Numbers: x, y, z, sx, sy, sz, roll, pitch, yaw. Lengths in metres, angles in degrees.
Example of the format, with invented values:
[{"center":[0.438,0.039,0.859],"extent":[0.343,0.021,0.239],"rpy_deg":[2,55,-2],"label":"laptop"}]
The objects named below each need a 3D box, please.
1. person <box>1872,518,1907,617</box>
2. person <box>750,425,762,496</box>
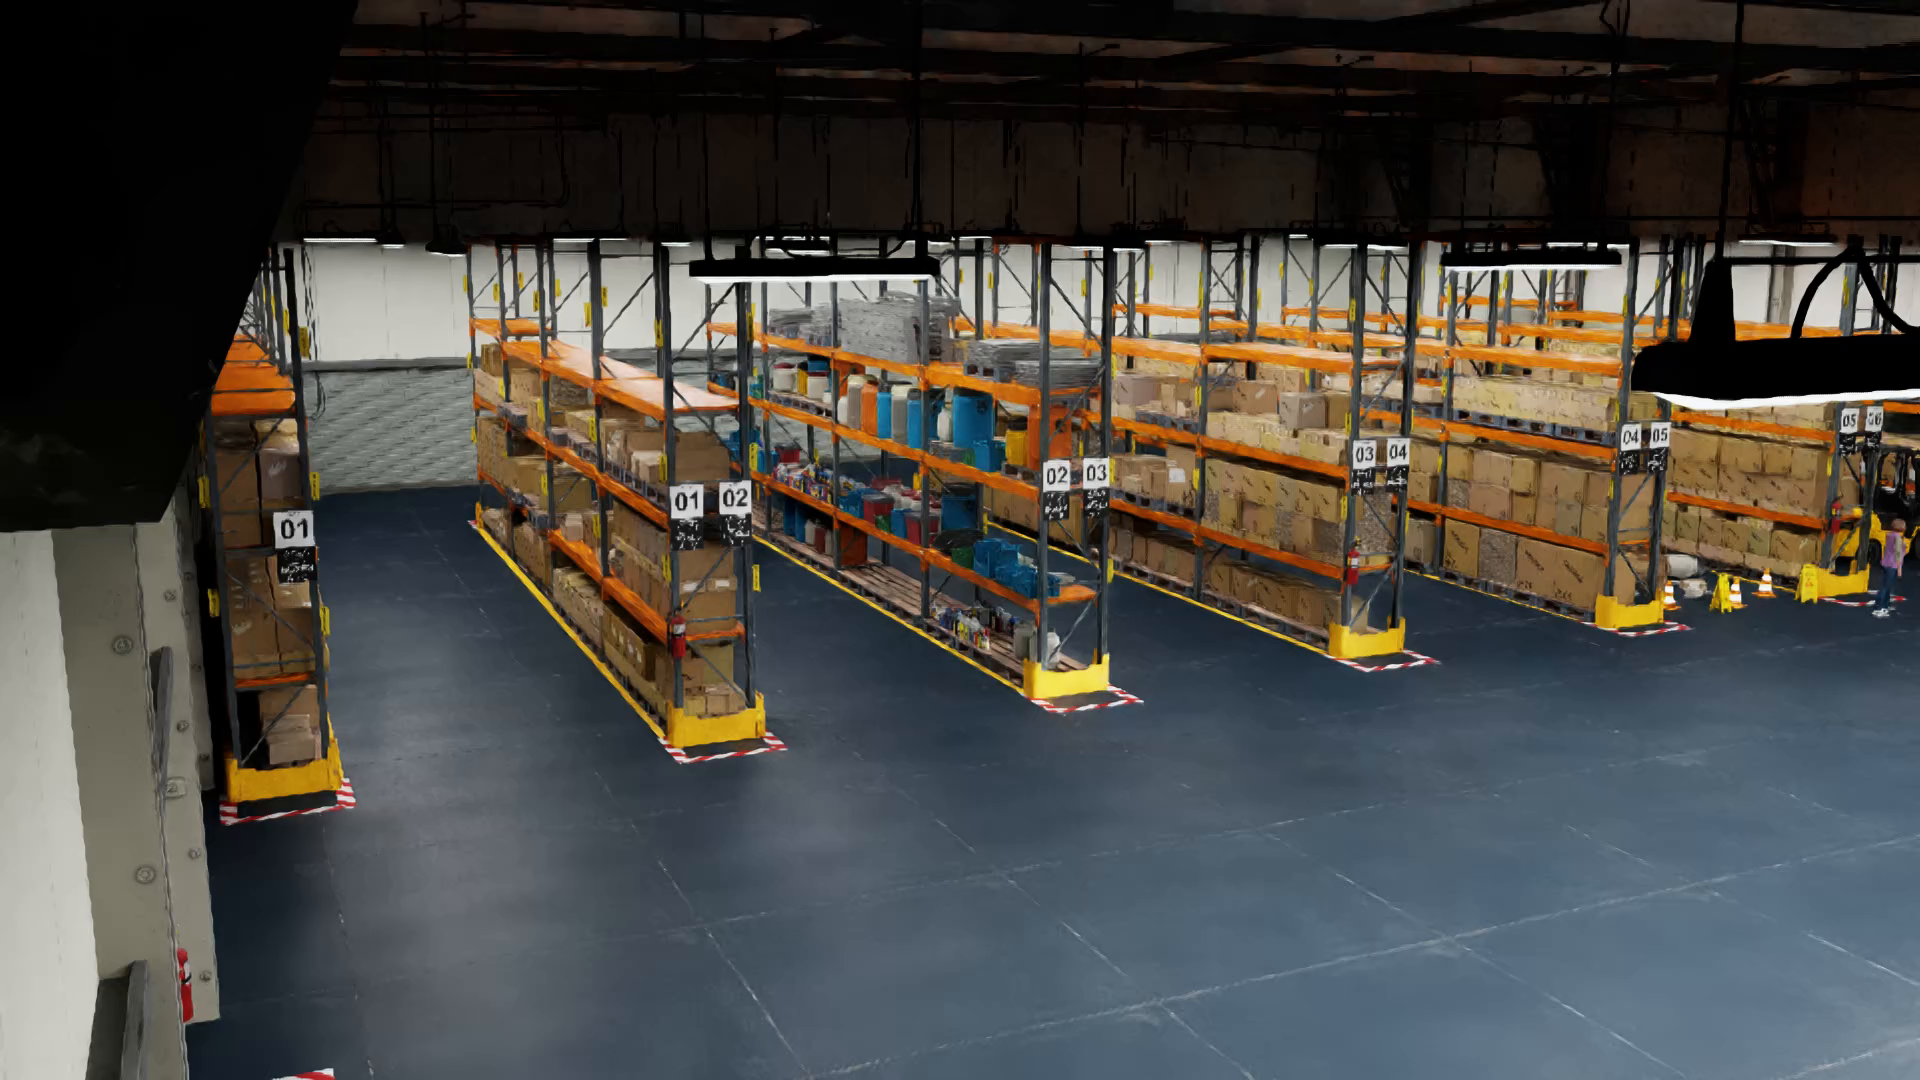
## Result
[{"center":[14.963,0.421,26.736],"extent":[0.496,1.581,0.624],"rpy_deg":[2,11,8],"label":"person"},{"center":[-4.726,-1.797,38.008],"extent":[0.423,1.651,0.631],"rpy_deg":[0,11,1],"label":"person"}]
